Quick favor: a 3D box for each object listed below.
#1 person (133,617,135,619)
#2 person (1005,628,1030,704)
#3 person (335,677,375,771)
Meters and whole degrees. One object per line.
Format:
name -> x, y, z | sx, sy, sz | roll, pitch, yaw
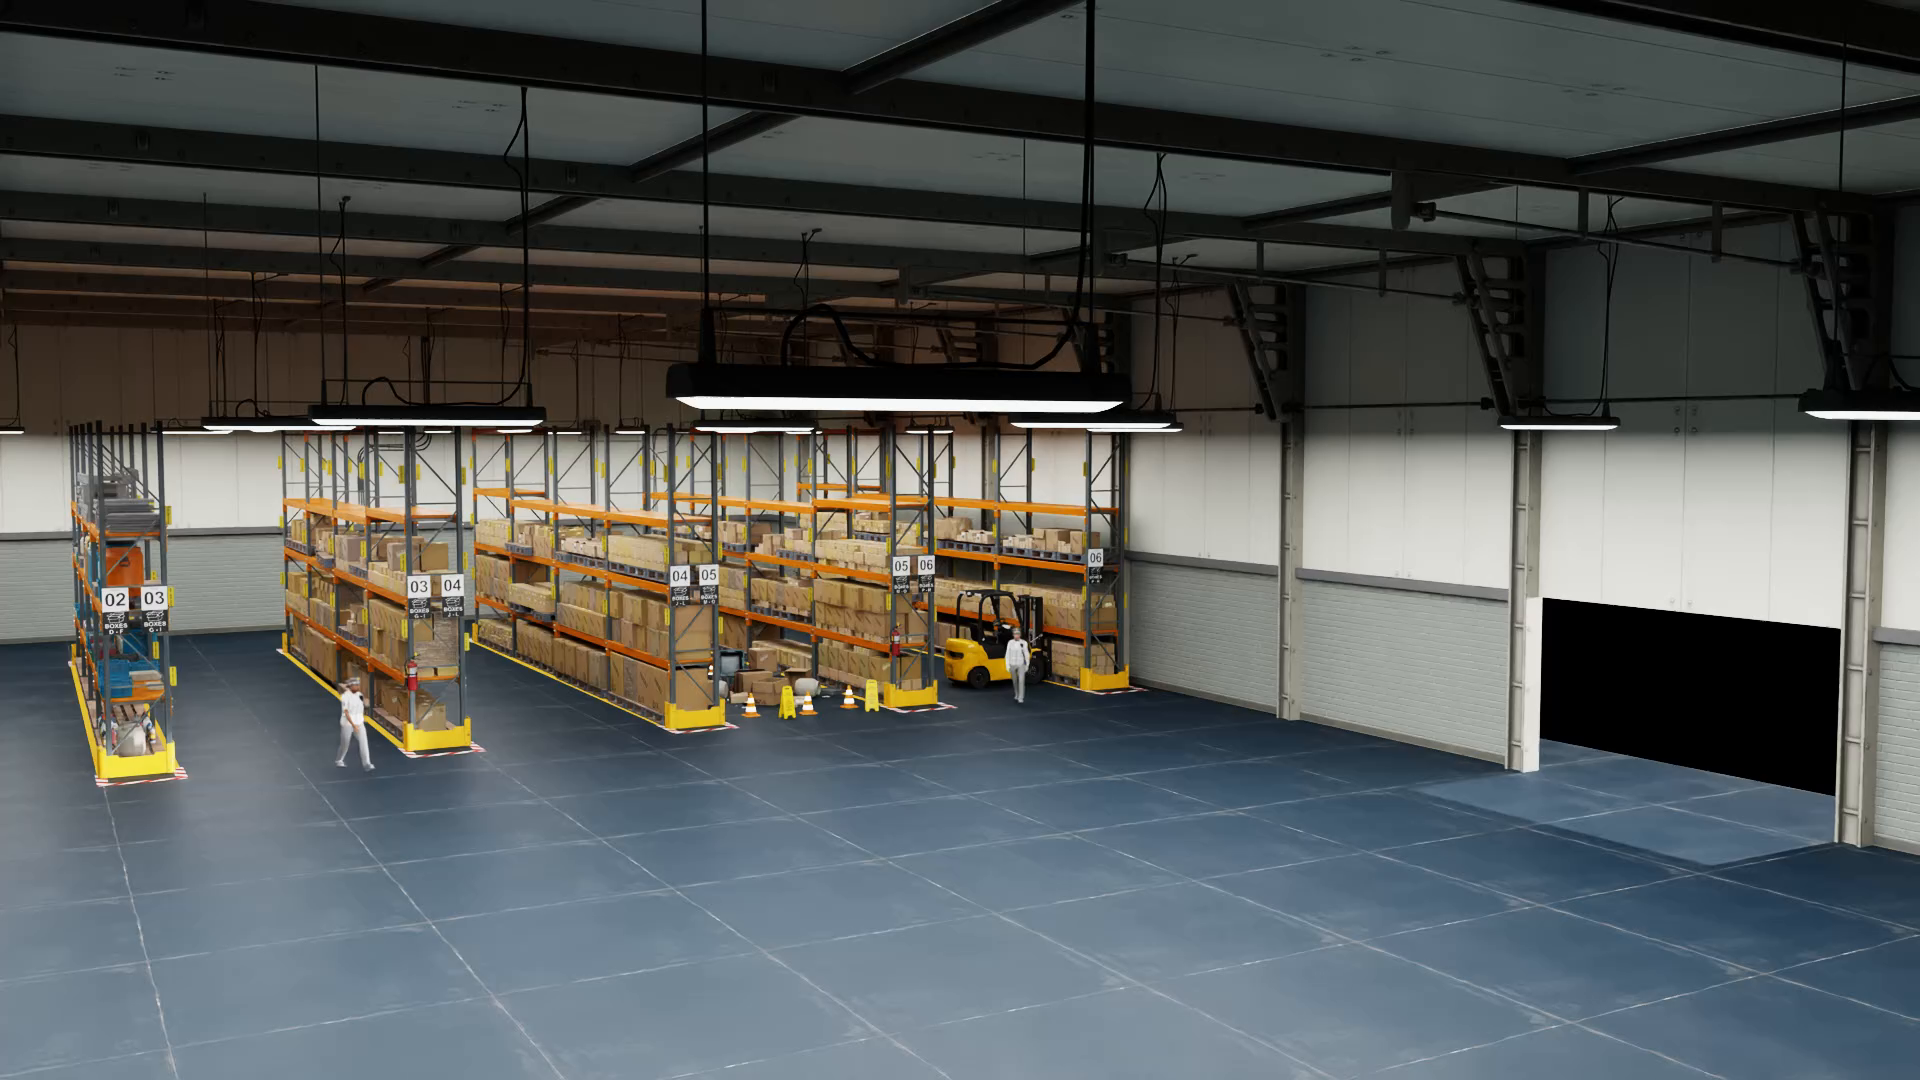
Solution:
person -> -22.066, 2.172, 44.246 | 0.435, 1.591, 0.454 | -1, 4, -19
person -> 1.234, 2.683, 35.736 | 0.520, 1.607, 1.064 | 1, 4, 17
person -> -10.380, 3.138, 28.527 | 1.081, 1.582, 0.425 | 3, 5, 43
